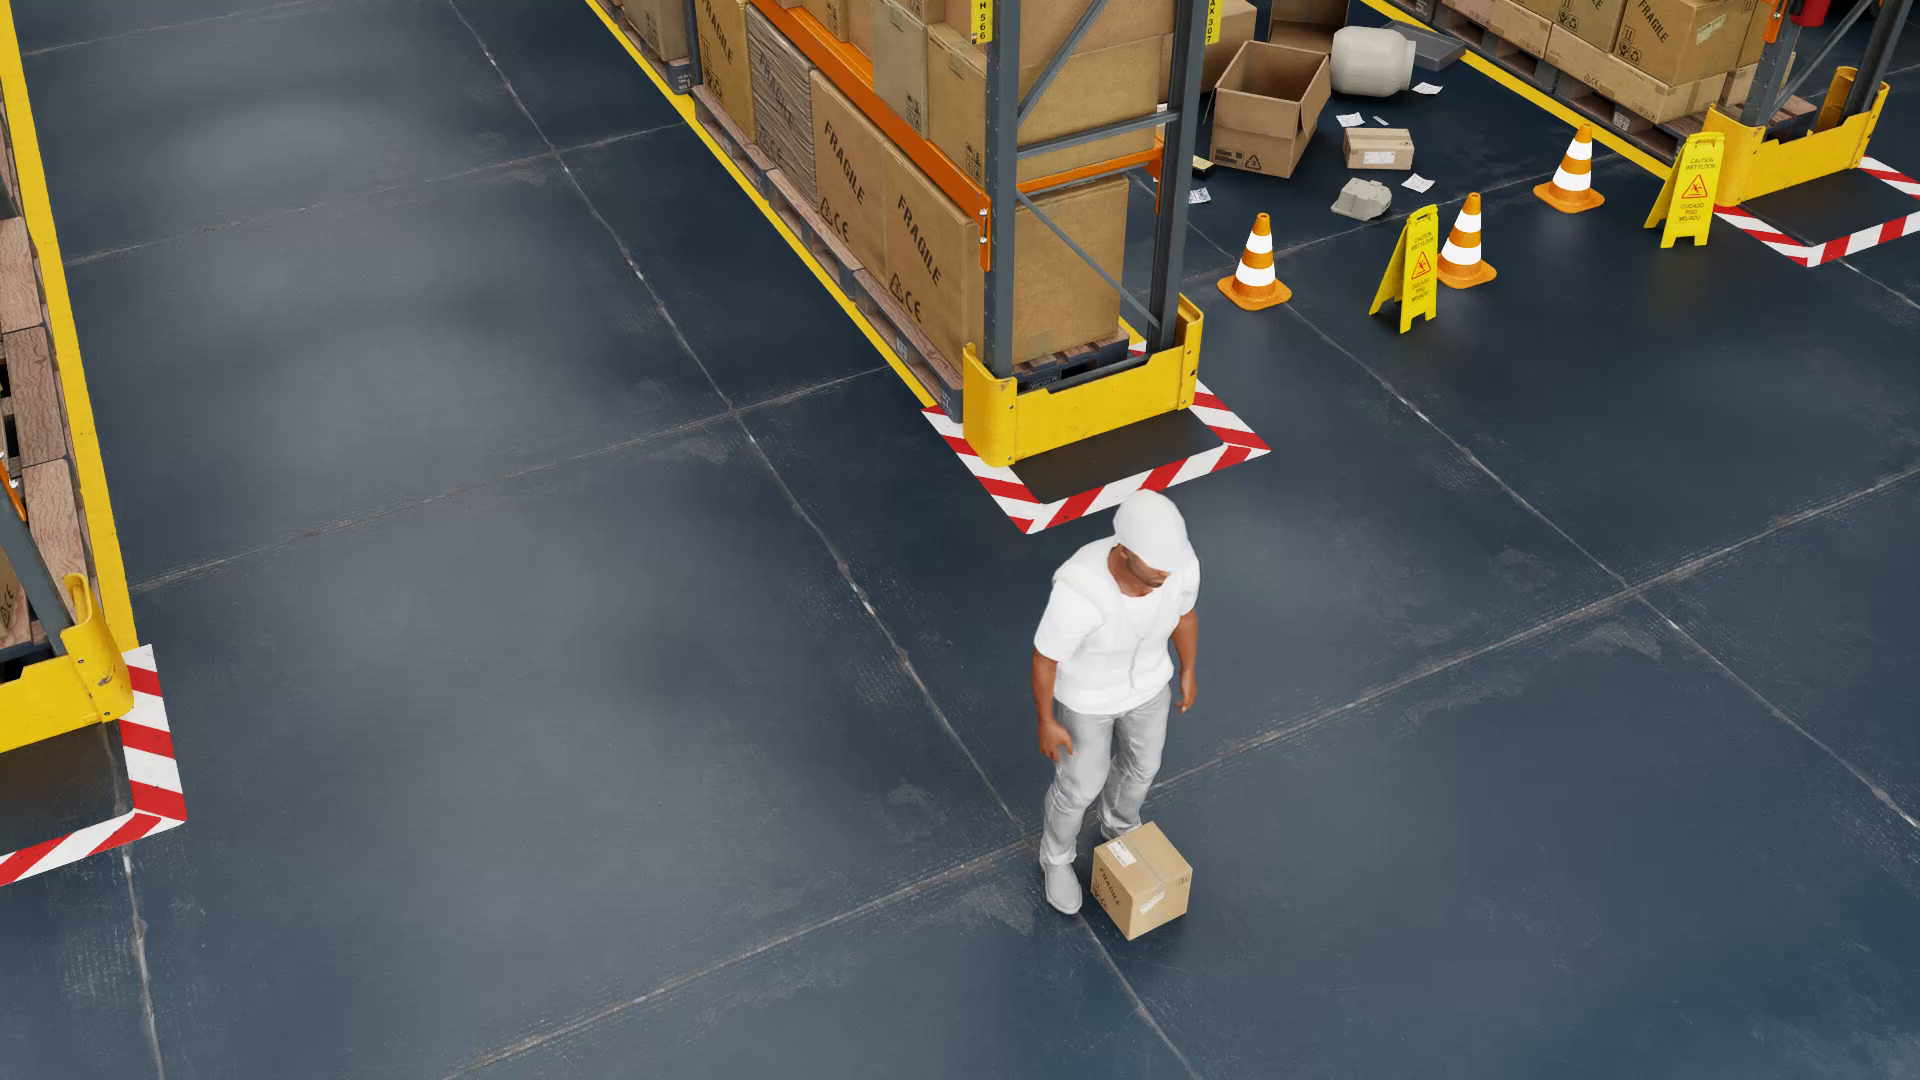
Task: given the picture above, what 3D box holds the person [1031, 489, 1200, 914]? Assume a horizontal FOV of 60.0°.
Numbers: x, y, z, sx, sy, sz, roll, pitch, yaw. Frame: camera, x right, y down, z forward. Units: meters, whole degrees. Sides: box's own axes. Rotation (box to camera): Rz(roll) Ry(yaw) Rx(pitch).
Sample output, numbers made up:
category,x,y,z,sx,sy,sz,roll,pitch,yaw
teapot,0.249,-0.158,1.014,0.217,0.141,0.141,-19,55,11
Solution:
category,x,y,z,sx,sy,sz,roll,pitch,yaw
person,0.528,0.514,5.554,0.627,1.761,0.460,-19,45,-21
